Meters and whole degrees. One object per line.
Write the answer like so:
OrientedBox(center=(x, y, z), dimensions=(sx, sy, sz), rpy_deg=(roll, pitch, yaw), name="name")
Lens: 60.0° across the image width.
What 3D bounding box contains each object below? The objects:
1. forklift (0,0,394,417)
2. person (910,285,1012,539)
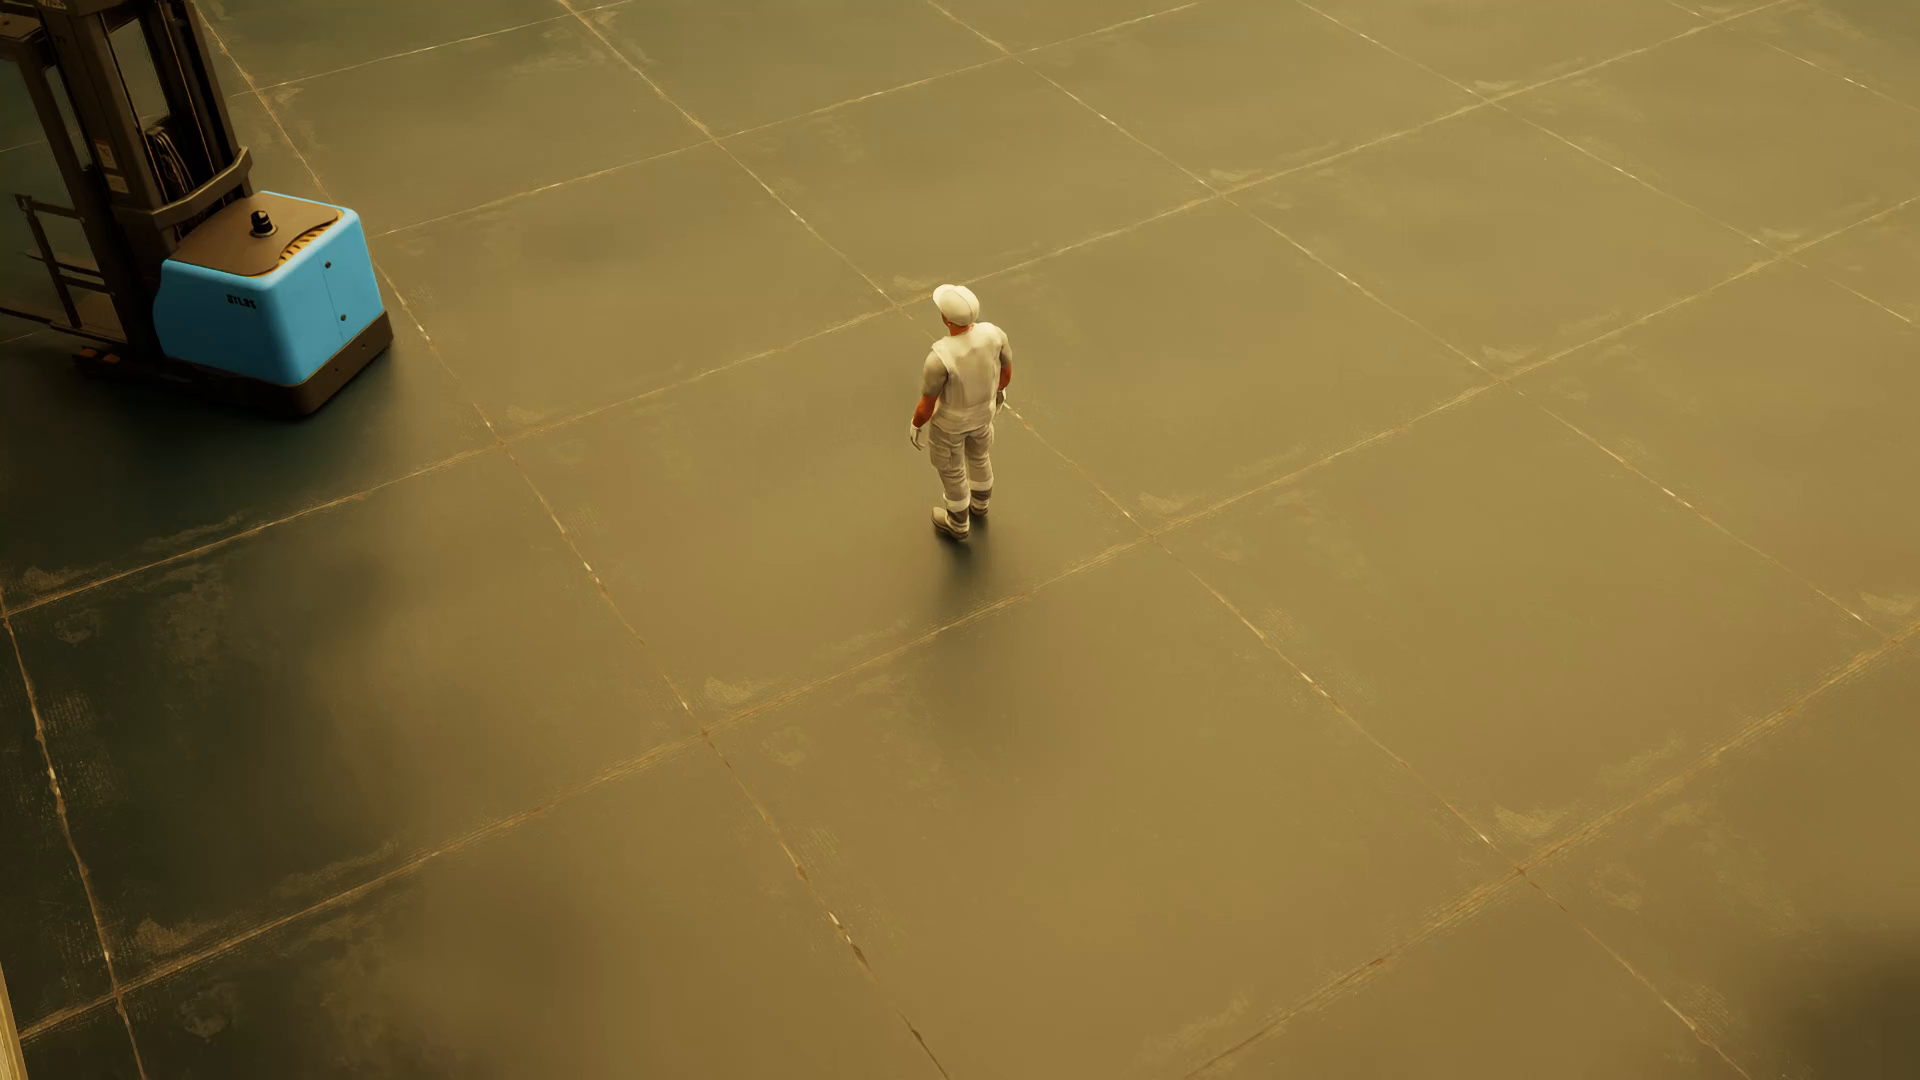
OrientedBox(center=(-5.522, -2.515, 10.749), dimensions=(3.031, 2.935, 1.130), rpy_deg=(14, 43, 15), name="forklift")
OrientedBox(center=(-0.032, -0.758, 9.534), dimensions=(0.637, 1.787, 0.564), rpy_deg=(-23, 46, -24), name="person")
